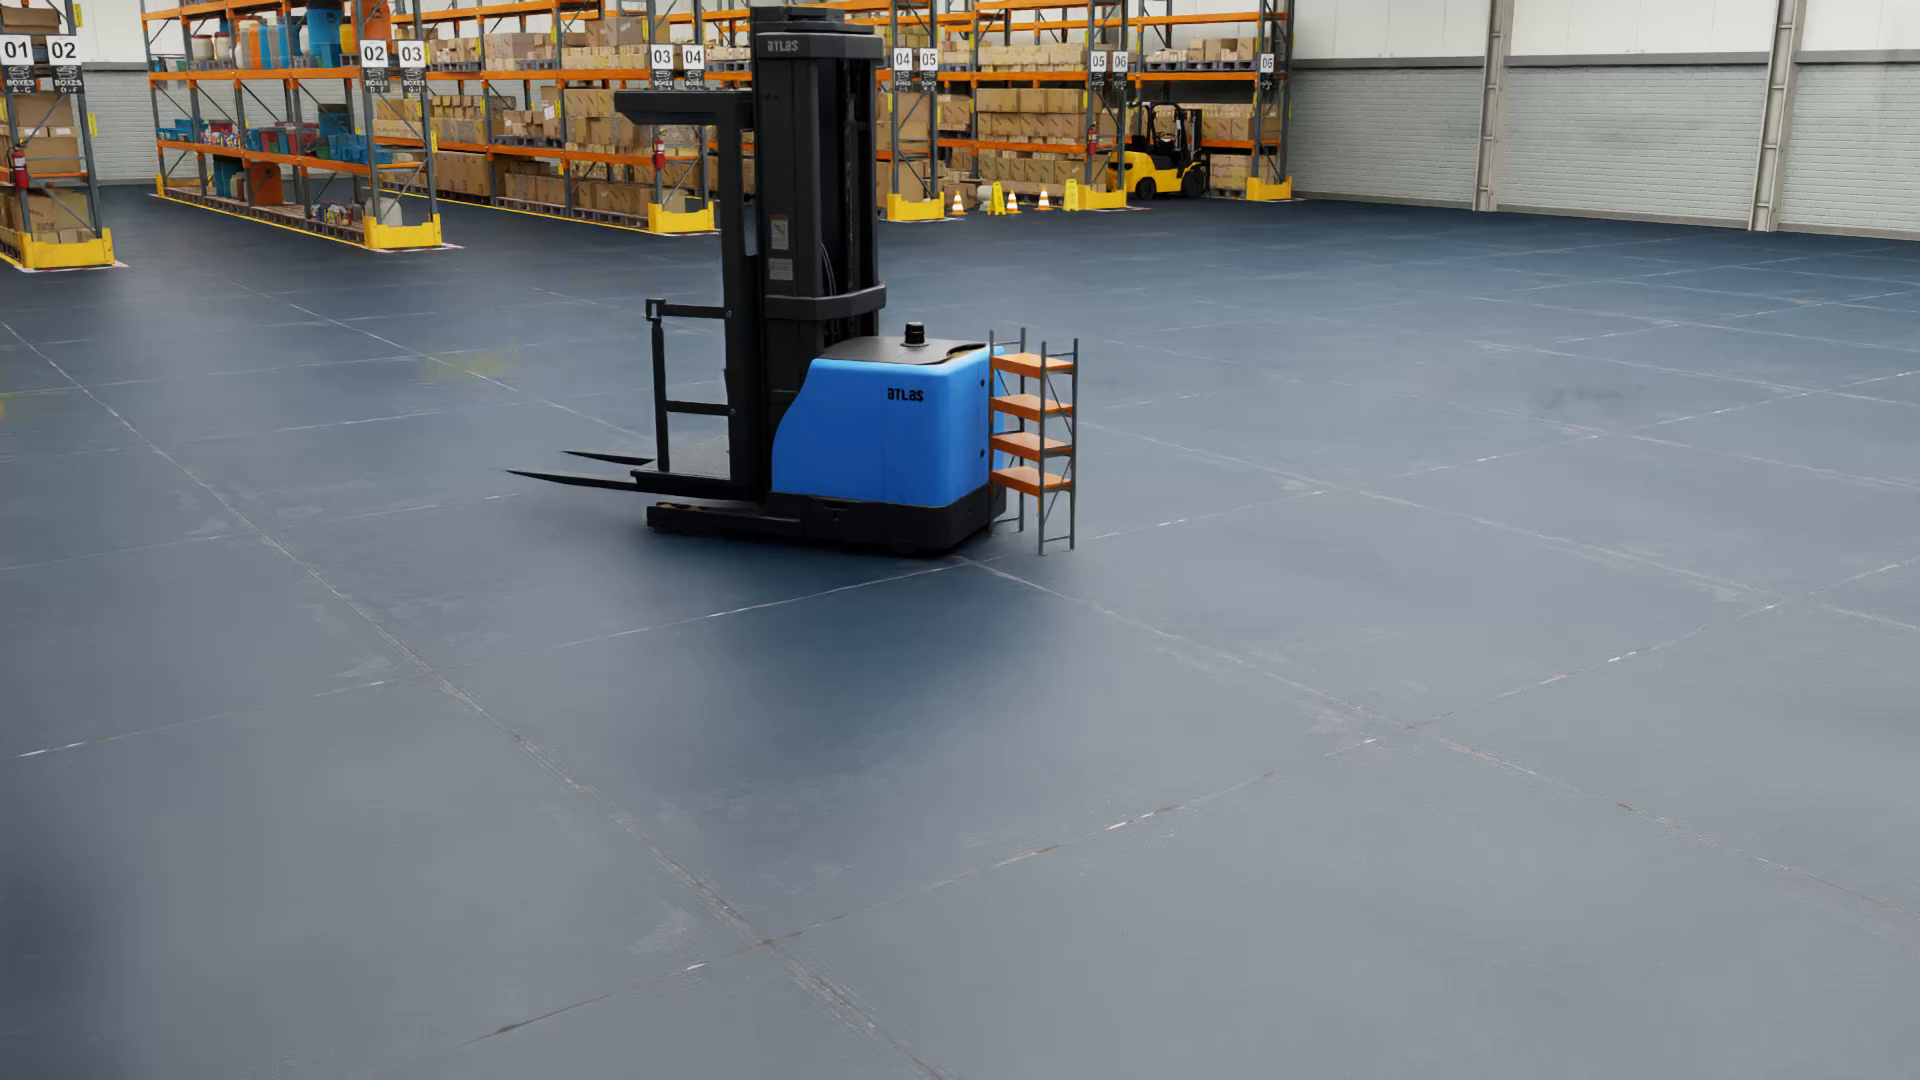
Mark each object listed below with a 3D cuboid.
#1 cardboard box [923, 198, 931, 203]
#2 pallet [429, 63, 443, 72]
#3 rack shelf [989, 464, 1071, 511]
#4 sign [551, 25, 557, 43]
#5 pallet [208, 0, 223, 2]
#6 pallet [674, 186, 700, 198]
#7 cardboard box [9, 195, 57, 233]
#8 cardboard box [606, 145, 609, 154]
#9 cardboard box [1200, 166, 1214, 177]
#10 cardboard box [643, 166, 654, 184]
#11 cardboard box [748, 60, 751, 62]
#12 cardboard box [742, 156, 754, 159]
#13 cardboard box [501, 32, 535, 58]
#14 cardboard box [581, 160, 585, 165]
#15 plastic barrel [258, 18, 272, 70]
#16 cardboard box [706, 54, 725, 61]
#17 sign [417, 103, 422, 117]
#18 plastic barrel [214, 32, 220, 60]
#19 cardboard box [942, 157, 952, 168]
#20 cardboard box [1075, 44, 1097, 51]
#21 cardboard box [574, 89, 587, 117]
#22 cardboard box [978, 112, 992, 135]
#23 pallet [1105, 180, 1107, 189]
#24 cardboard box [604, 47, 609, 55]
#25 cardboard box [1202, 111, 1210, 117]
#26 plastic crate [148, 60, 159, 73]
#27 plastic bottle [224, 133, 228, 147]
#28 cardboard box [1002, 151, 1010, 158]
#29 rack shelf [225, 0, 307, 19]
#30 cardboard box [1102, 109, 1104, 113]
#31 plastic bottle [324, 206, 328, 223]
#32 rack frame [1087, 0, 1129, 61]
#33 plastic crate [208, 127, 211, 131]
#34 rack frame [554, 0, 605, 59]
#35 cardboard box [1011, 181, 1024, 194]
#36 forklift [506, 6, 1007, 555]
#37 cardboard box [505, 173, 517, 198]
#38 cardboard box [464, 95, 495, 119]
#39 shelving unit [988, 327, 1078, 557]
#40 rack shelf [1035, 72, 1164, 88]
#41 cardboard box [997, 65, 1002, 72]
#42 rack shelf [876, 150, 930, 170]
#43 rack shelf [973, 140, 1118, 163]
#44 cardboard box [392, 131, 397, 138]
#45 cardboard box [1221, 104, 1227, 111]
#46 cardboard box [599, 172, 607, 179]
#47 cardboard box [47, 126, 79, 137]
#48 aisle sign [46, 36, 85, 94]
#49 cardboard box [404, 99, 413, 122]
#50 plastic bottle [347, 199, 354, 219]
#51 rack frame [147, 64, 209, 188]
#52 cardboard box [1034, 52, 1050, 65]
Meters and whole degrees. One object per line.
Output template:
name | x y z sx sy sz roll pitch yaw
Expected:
cardboard box | -0.730 -7.187 35.332 0.396 0.266 0.258 -7 17 -25
pallet | -11.427 -10.713 37.717 0.805 0.209 1.217 -12 19 -37
rack shelf | 0.404 -0.301 9.411 0.258 0.148 0.480 -10 18 -33
sign | -7.749 -9.638 31.699 0.100 0.325 0.005 -11 19 -35
pallet | -14.060 -10.692 32.711 1.213 0.211 1.003 -11 19 -35
pallet | -6.041 -8.263 39.367 1.003 0.211 1.213 -11 19 -35
cardboard box | -13.522 -4.754 24.256 0.500 0.500 0.500 -11 19 -35
cardboard box | -6.343 -7.260 30.896 0.380 0.149 0.250 -11 19 -35
cardboard box | 5.933 -8.682 39.083 0.500 0.250 0.500 -11 19 -36
cardboard box | -7.402 -8.980 40.645 0.500 0.500 0.500 -10 18 -32
cardboard box | -5.502 -13.266 45.867 0.500 0.311 0.500 -10 18 -34
cardboard box | -4.781 -8.228 37.423 1.050 0.750 0.750 -11 19 -34
cardboard box | -8.989 -10.073 33.880 0.500 0.500 0.500 -12 19 -36
cardboard box | -9.736 -9.945 43.708 0.380 0.149 0.250 -12 19 -37
plastic barrel | -12.552 -9.113 30.556 0.600 0.901 0.708 -11 19 -35
cardboard box | -5.516 -10.921 37.605 0.380 0.149 0.250 -12 19 -37
sign | -12.454 -9.916 38.334 0.100 0.325 0.005 -11 19 -35
plastic barrel | -15.312 -10.355 34.893 0.600 0.588 0.600 0 15 0
cardboard box | -0.174 -10.940 48.162 0.500 0.311 0.500 -10 18 -33
cardboard box | 2.628 -10.259 34.661 0.380 0.149 0.250 -11 19 -34
cardboard box | -6.948 -8.270 31.464 0.500 0.500 0.500 -11 19 -35
cardboard box | 0.747 -9.431 37.600 0.500 0.500 0.500 -11 19 -35
pallet | 4.262 -8.954 41.892 1.003 0.211 1.213 -11 19 -35
cardboard box | -6.249 -8.907 30.283 0.380 0.149 0.250 -12 19 -37
cardboard box | 5.874 -9.956 38.850 0.380 0.149 0.250 -11 19 -34
plastic crate | -18.363 -10.890 38.249 0.497 0.269 0.590 -11 19 -35
plastic bottle | -14.915 -8.132 33.826 0.061 0.283 0.133 -11 19 -35
cardboard box | 1.171 -8.614 37.131 0.380 0.149 0.250 -10 18 -32
rack shelf | -12.485 -9.850 30.641 1.077 0.370 4.000 -11 19 -35
cardboard box | 3.713 -10.761 41.795 0.380 0.149 0.250 -11 19 -36
plastic bottle | -10.995 -5.653 28.860 0.061 0.283 0.133 -10 18 -32
rack frame | 3.066 -11.416 34.241 1.000 3.000 0.127 -11 19 -35
plastic crate | -16.761 -9.104 37.269 0.437 0.282 0.530 -11 19 -35
rack frame | -7.302 -10.732 31.741 1.000 3.000 0.127 -11 19 -35
cardboard box | 1.479 -7.860 37.025 0.500 0.250 0.500 -11 19 -35
forklift | -1.290 -1.561 9.727 3.031 2.935 1.130 6 16 21
cardboard box | -9.244 -7.559 35.415 0.700 0.500 0.500 -12 19 -37
cardboard box | -10.452 -9.523 36.598 0.797 0.503 0.637 -10 18 -33
shelving unit | 0.404 -0.558 9.340 0.258 1.200 0.503 -10 18 -33
rack shelf | 3.551 -11.675 42.231 1.077 0.370 4.000 -11 19 -35
cardboard box | 1.042 -10.497 37.042 0.380 0.149 0.250 -11 19 -34
rack shelf | -2.055 -7.813 33.802 1.077 0.370 4.000 -11 19 -35
rack shelf | 1.890 -8.603 36.688 1.077 0.370 4.000 -11 19 -35
cardboard box | -13.511 -9.824 40.265 0.380 0.149 0.250 -11 19 -36
cardboard box | 6.265 -10.006 38.472 0.380 0.149 0.250 -11 19 -34
cardboard box | -9.049 -9.374 42.750 0.380 0.149 0.250 -11 19 -35
cardboard box | -13.022 -5.926 24.127 0.380 0.149 0.250 -11 19 -35
aisle sign | -12.679 -6.735 23.577 0.394 0.787 0.004 -11 19 -35
cardboard box | -12.784 -10.144 39.257 0.500 0.500 0.500 -11 19 -34
plastic bottle | -10.813 -5.889 29.595 0.144 0.351 0.185 -11 19 -35
rack frame | -18.364 -9.632 39.087 1.000 3.000 0.127 -11 19 -35
cardboard box | 1.943 -10.326 35.659 0.500 0.250 0.500 -10 18 -33
